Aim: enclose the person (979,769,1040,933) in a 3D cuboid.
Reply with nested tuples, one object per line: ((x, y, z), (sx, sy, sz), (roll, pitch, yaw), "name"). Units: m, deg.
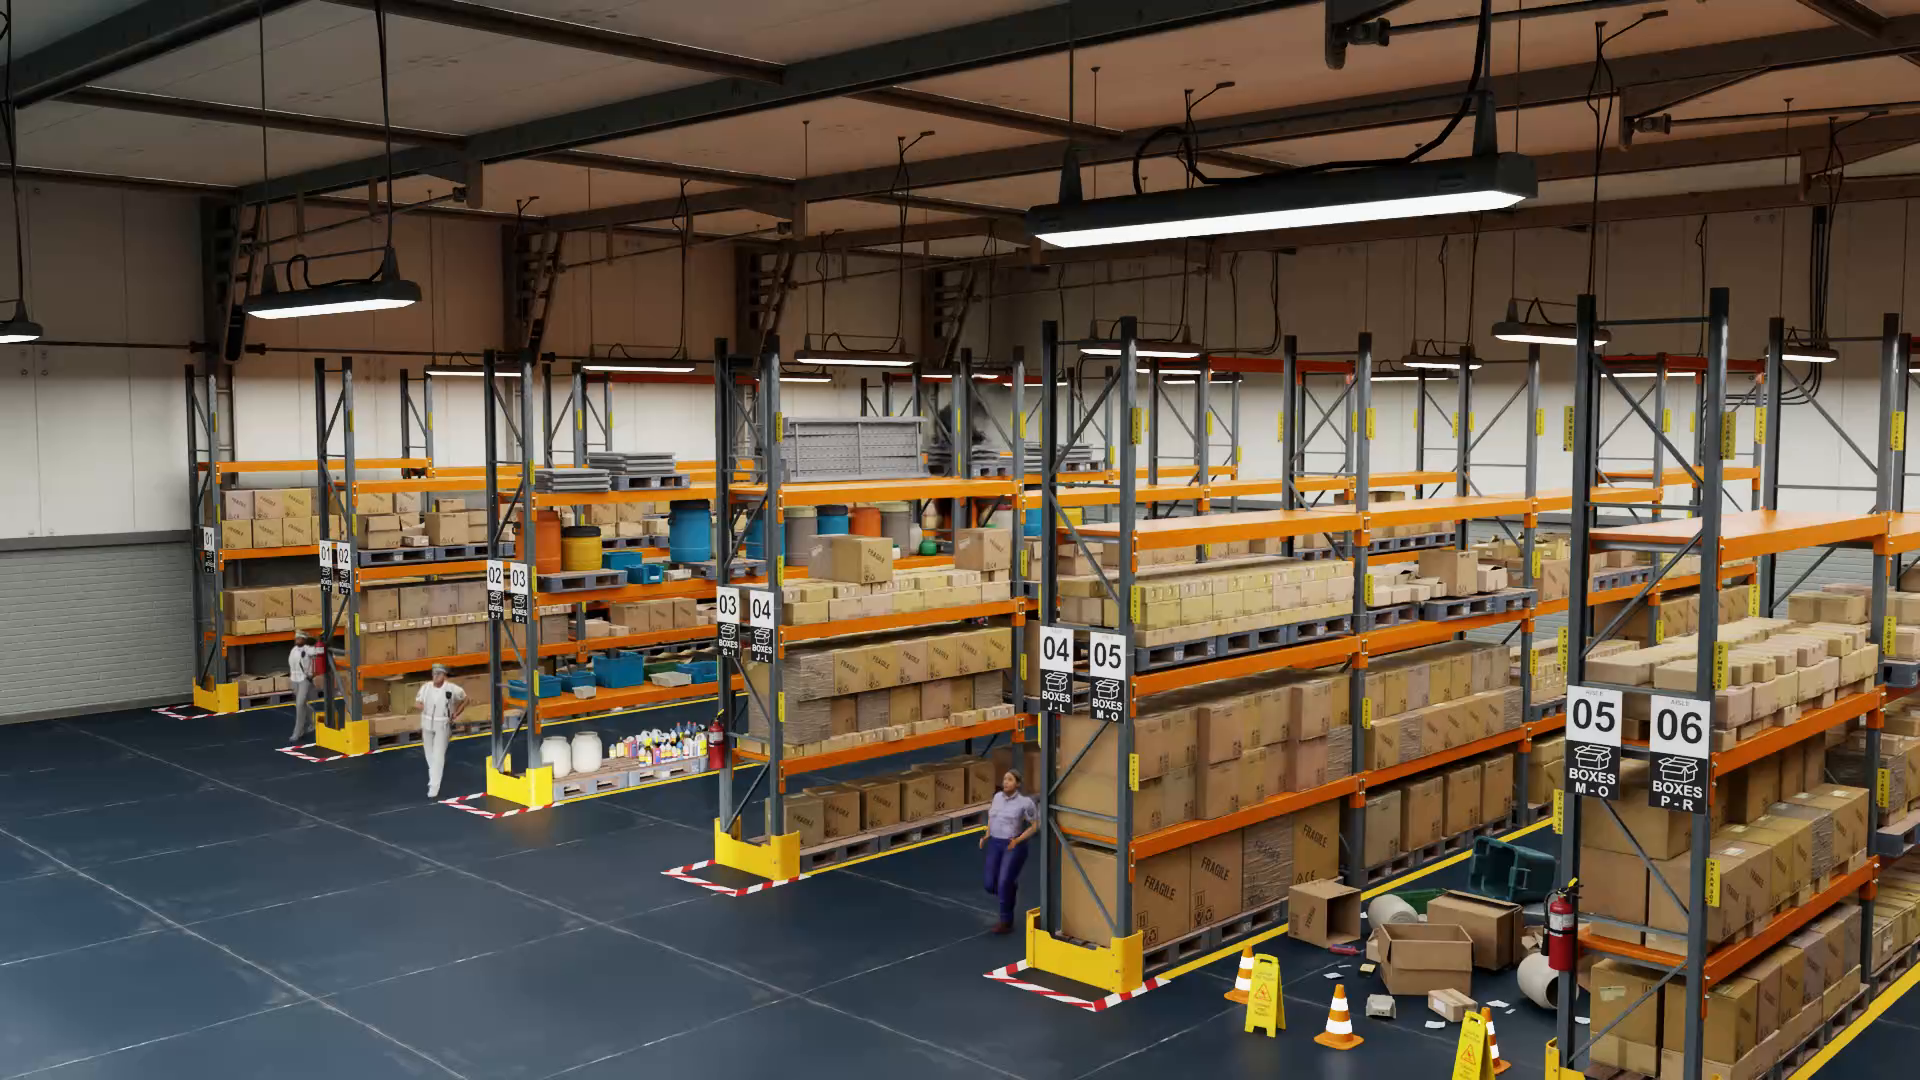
((0.495, 3.092, 16.675), (0.599, 1.589, 0.597), (3, 5, 34), "person")

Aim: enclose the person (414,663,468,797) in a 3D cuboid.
((-7.062, 2.576, 22.551), (0.657, 1.855, 0.764), (0, 4, 6), "person")

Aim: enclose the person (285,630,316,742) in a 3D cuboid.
((-10.476, 2.283, 26.491), (0.582, 1.745, 0.804), (2, 5, 27), "person")
